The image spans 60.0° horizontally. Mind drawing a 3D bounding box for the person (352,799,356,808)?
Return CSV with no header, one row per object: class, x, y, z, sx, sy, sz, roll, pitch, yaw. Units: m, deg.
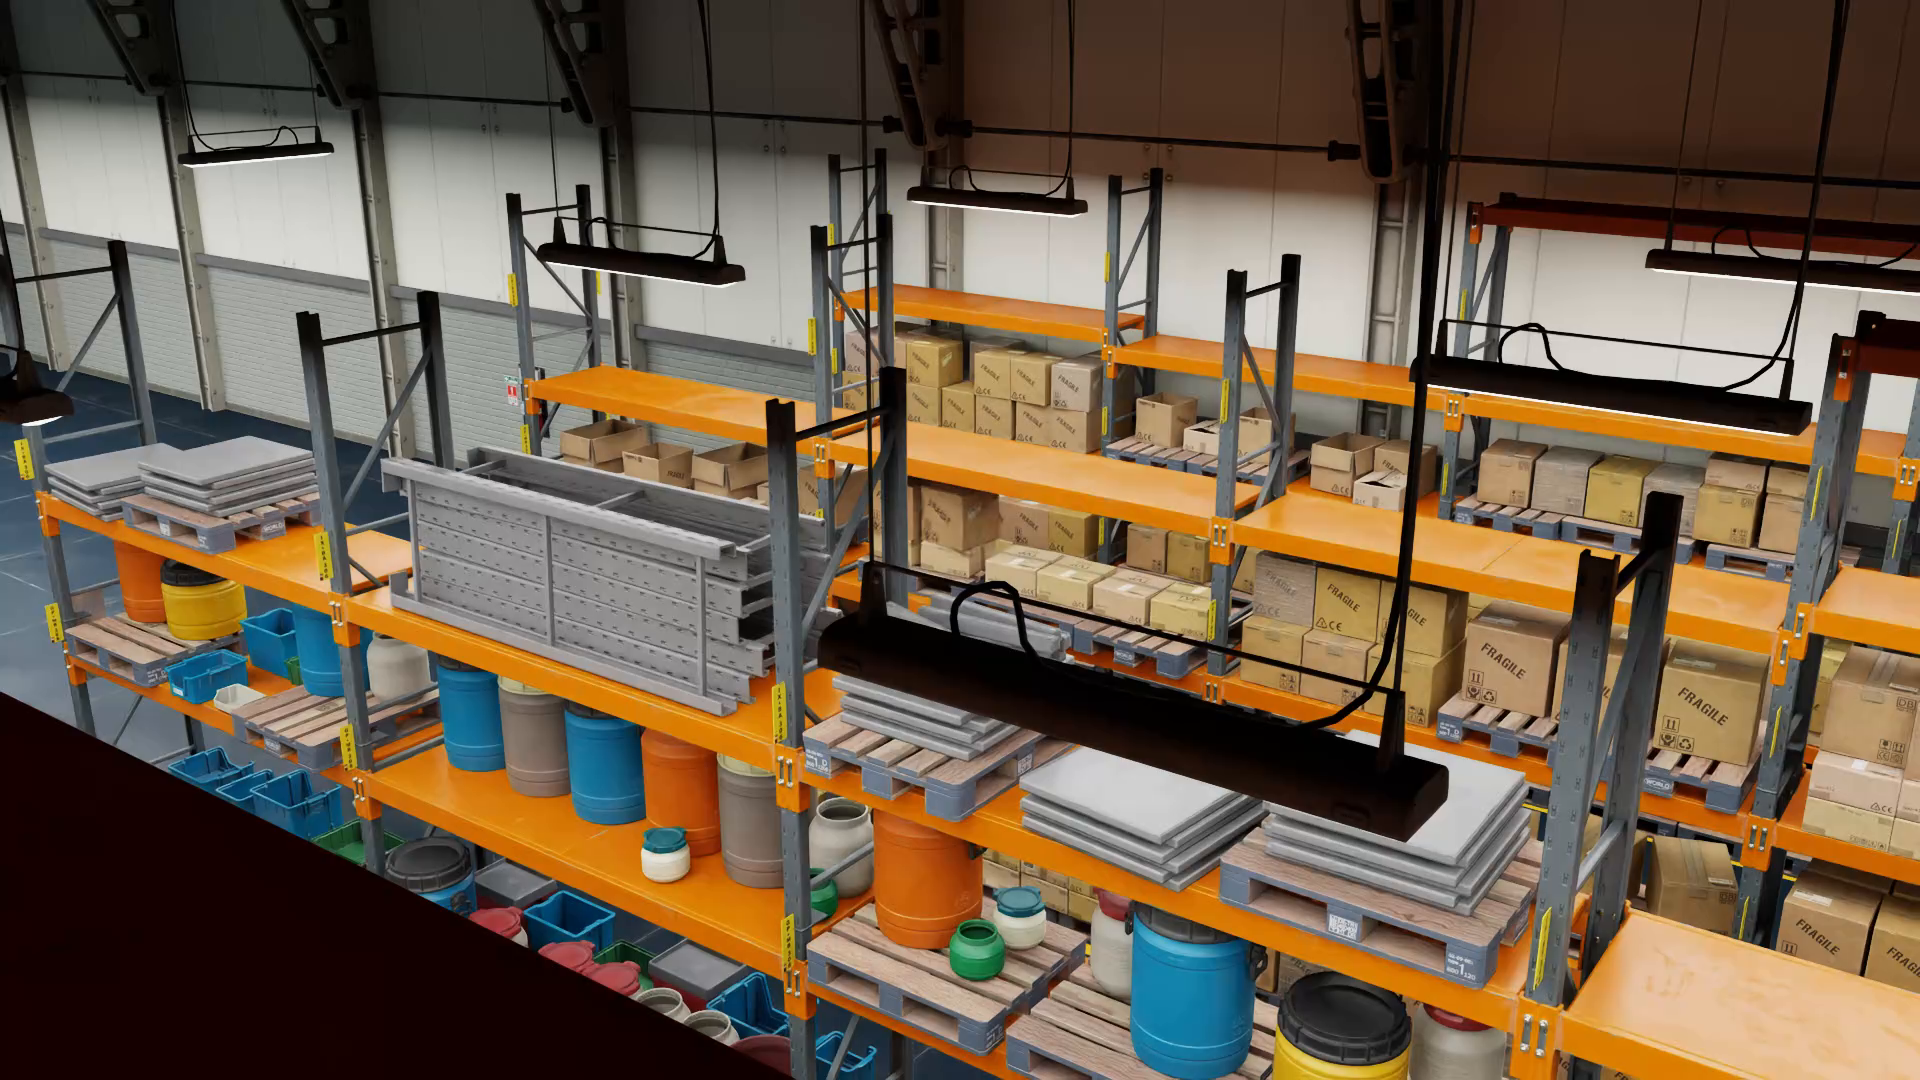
person,-5.964,1.934,16.617,0.596,1.750,0.622,-17,25,-42
